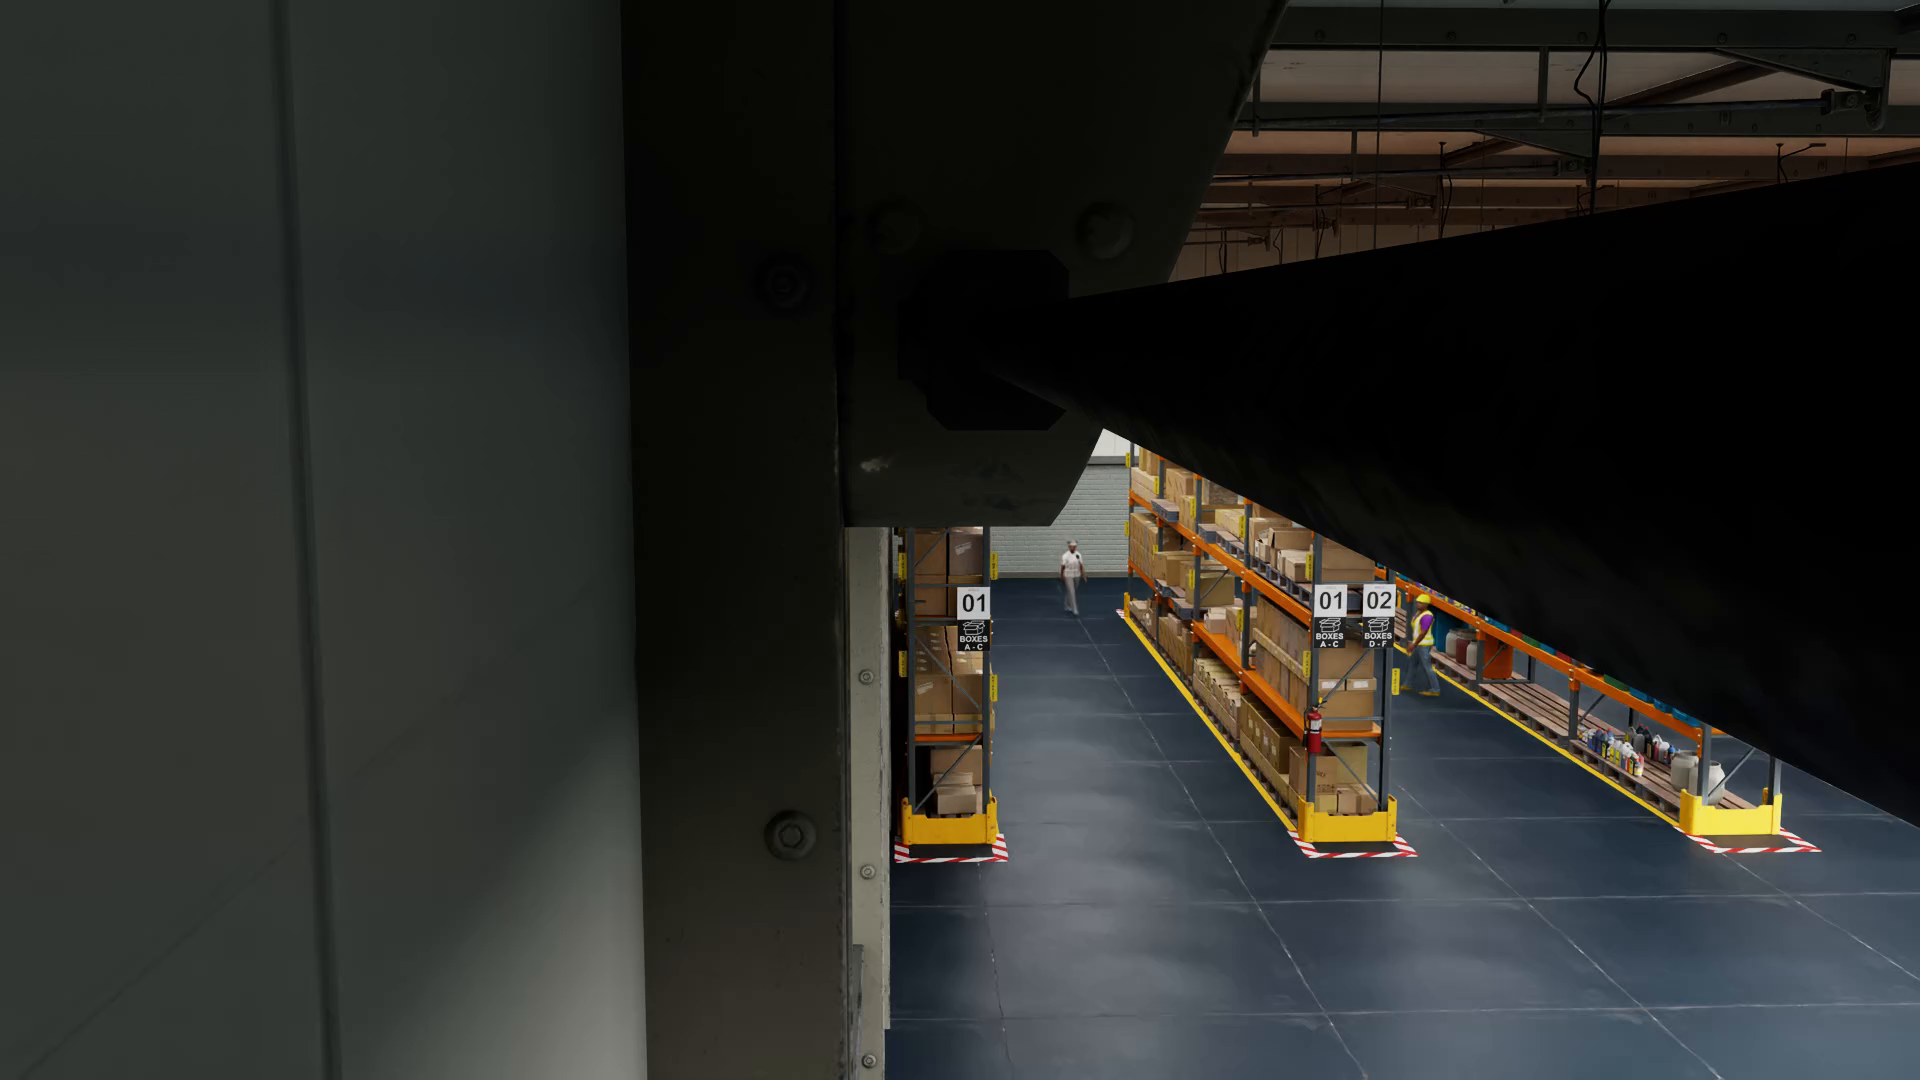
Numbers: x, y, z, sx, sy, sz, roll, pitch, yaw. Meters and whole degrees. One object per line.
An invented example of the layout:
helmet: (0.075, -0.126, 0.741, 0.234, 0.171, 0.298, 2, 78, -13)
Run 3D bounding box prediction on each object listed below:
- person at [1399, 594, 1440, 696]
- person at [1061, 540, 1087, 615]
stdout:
person: (7.854, 1.792, 28.570, 0.885, 1.733, 0.709, 5, 9, 33)
person: (2.501, 0.805, 36.662, 0.455, 1.632, 0.980, -4, 8, -27)
